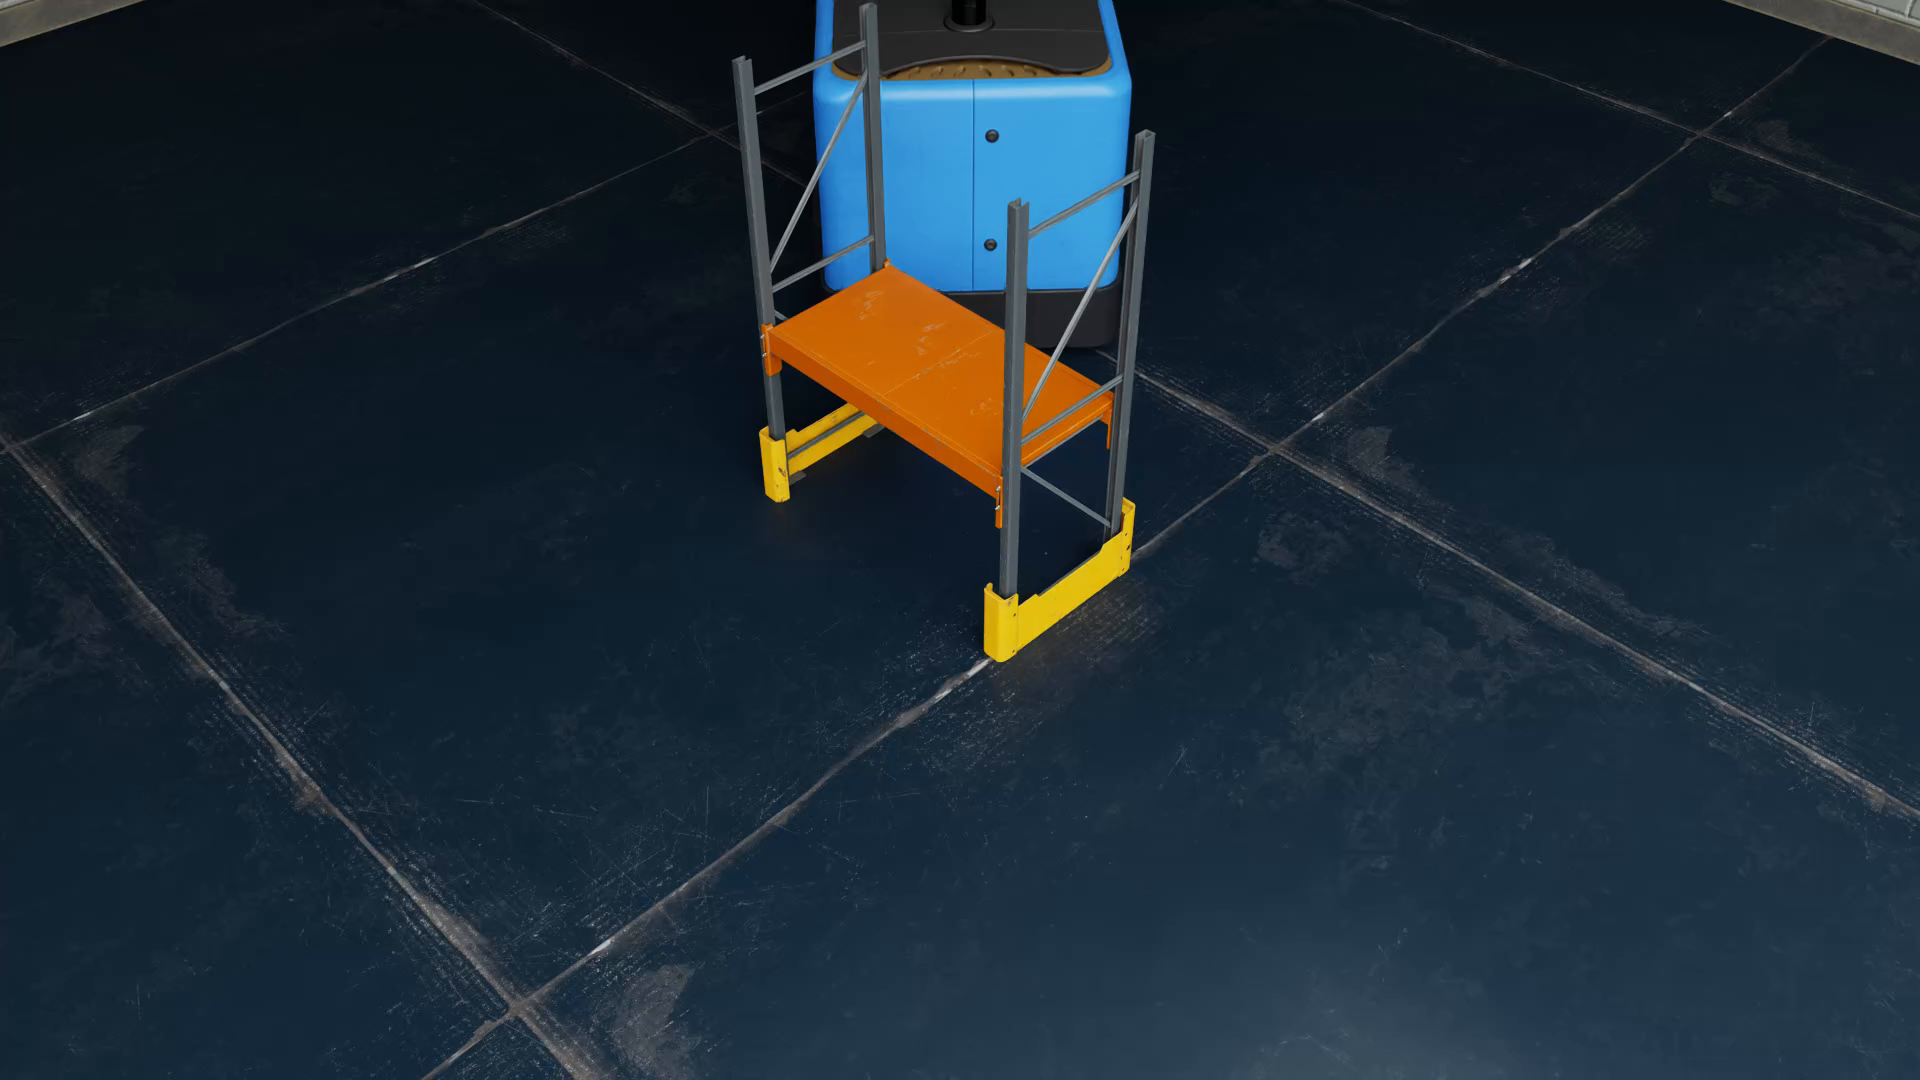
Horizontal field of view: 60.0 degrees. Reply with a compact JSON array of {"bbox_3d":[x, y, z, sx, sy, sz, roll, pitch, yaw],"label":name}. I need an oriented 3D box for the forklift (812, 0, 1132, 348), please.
[{"bbox_3d":[-0.017,-2.720,6.034,1.130,2.935,3.031,-2,43,-2],"label":"forklift"}]

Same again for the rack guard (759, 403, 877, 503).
[{"bbox_3d":[-0.406,-0.368,5.464,0.587,0.250,0.087,-34,53,-31],"label":"rack guard"}]

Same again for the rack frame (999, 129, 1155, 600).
[{"bbox_3d":[0.299,-0.348,4.521,0.500,1.500,0.032,-34,53,-31],"label":"rack frame"}]

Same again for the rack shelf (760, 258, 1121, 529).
[{"bbox_3d":[-0.060,-0.460,4.907,0.538,0.185,1.000,-34,53,-31],"label":"rack shelf"}]

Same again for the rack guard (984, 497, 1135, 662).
[{"bbox_3d":[0.298,0.111,4.946,0.587,0.250,0.087,-34,53,-31],"label":"rack guard"}]

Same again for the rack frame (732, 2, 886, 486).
[{"bbox_3d":[-0.419,-0.836,5.050,0.500,1.500,0.032,-34,53,-31],"label":"rack frame"}]

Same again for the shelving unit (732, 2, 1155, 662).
[{"bbox_3d":[-0.054,-0.587,4.781,0.587,1.500,1.083,-34,53,-31],"label":"shelving unit"}]
